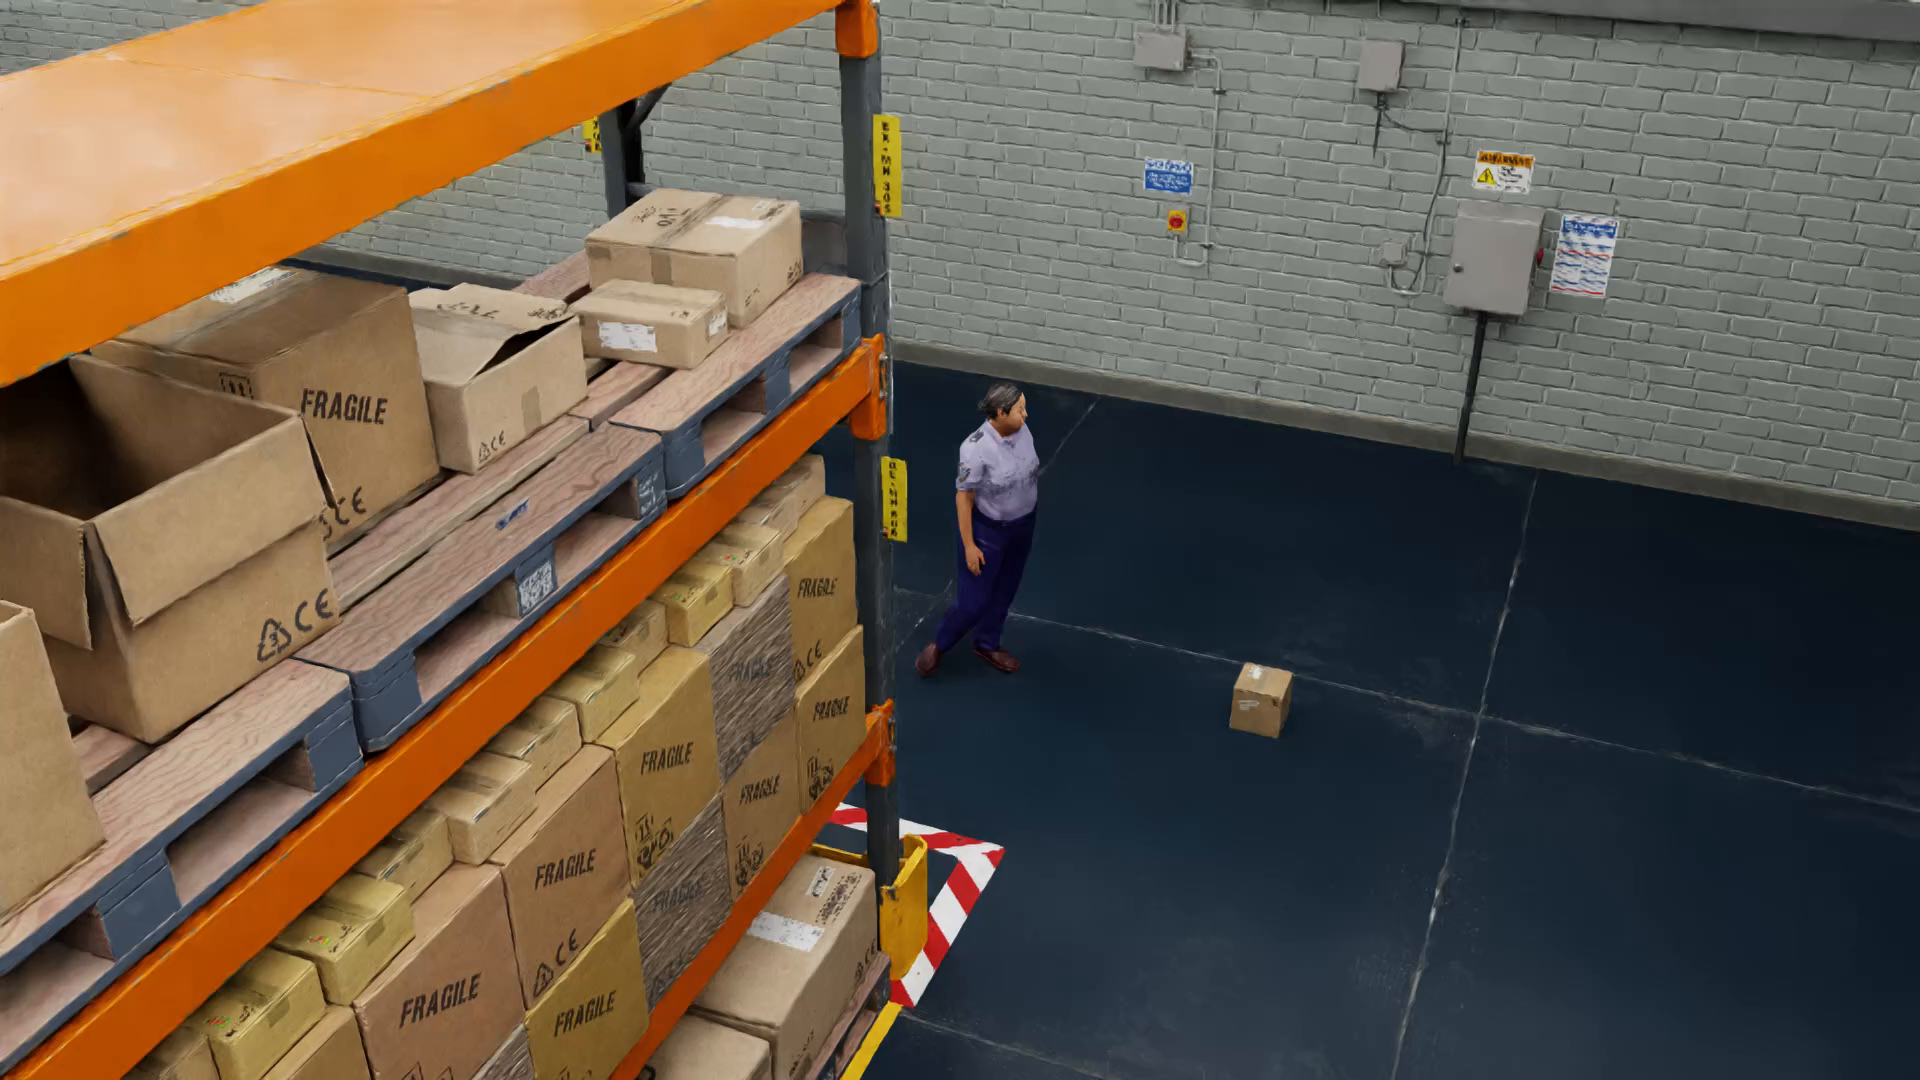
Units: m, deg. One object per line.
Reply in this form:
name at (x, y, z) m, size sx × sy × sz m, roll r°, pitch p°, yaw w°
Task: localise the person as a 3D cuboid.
person at (0.106, -0.034, 8.447) m, size 0.667 × 1.628 × 0.457 m, roll -23°, pitch 37°, yaw -35°
